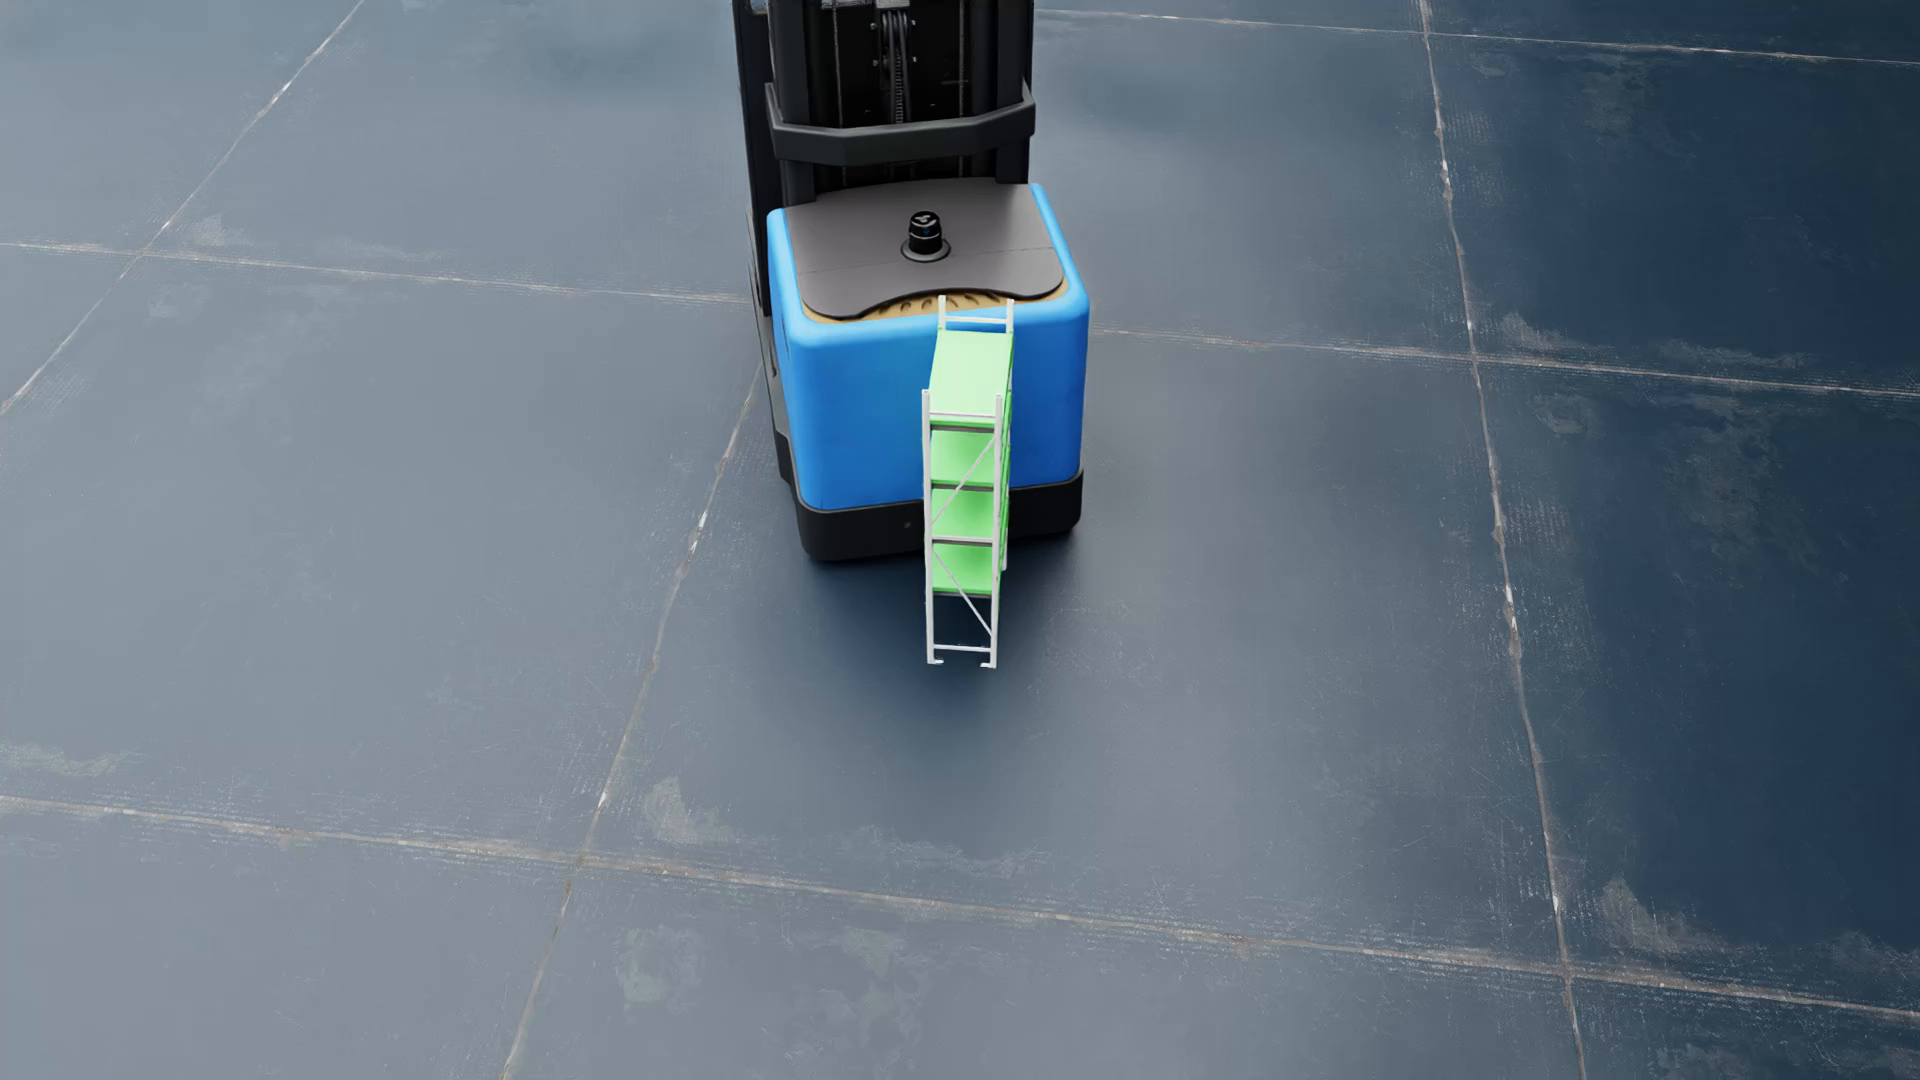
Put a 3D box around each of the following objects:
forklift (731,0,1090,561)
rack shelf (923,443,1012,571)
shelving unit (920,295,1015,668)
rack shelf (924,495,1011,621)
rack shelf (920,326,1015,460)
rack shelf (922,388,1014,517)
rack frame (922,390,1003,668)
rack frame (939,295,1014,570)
[{"bbox_3d":[-0.320,-2.012,6.243,1.130,2.935,3.031,-7,44,-8],"label":"forklift"},{"bbox_3d":[0.029,-0.123,5.600,0.258,0.148,0.480,4,44,4],"label":"rack shelf"},{"bbox_3d":[0.029,-0.169,5.556,0.258,1.200,0.503,4,44,4],"label":"shelving unit"},{"bbox_3d":[0.029,0.051,5.765,0.258,0.148,0.480,4,44,4],"label":"rack shelf"},{"bbox_3d":[0.029,-0.471,5.270,0.258,0.148,0.480,4,44,4],"label":"rack shelf"},{"bbox_3d":[0.029,-0.297,5.435,0.258,0.148,0.480,4,44,4],"label":"rack shelf"},{"bbox_3d":[0.007,-0.002,5.380,0.240,1.200,0.015,4,44,4],"label":"rack frame"},{"bbox_3d":[0.052,-0.336,5.733,0.240,1.200,0.015,4,44,4],"label":"rack frame"}]
